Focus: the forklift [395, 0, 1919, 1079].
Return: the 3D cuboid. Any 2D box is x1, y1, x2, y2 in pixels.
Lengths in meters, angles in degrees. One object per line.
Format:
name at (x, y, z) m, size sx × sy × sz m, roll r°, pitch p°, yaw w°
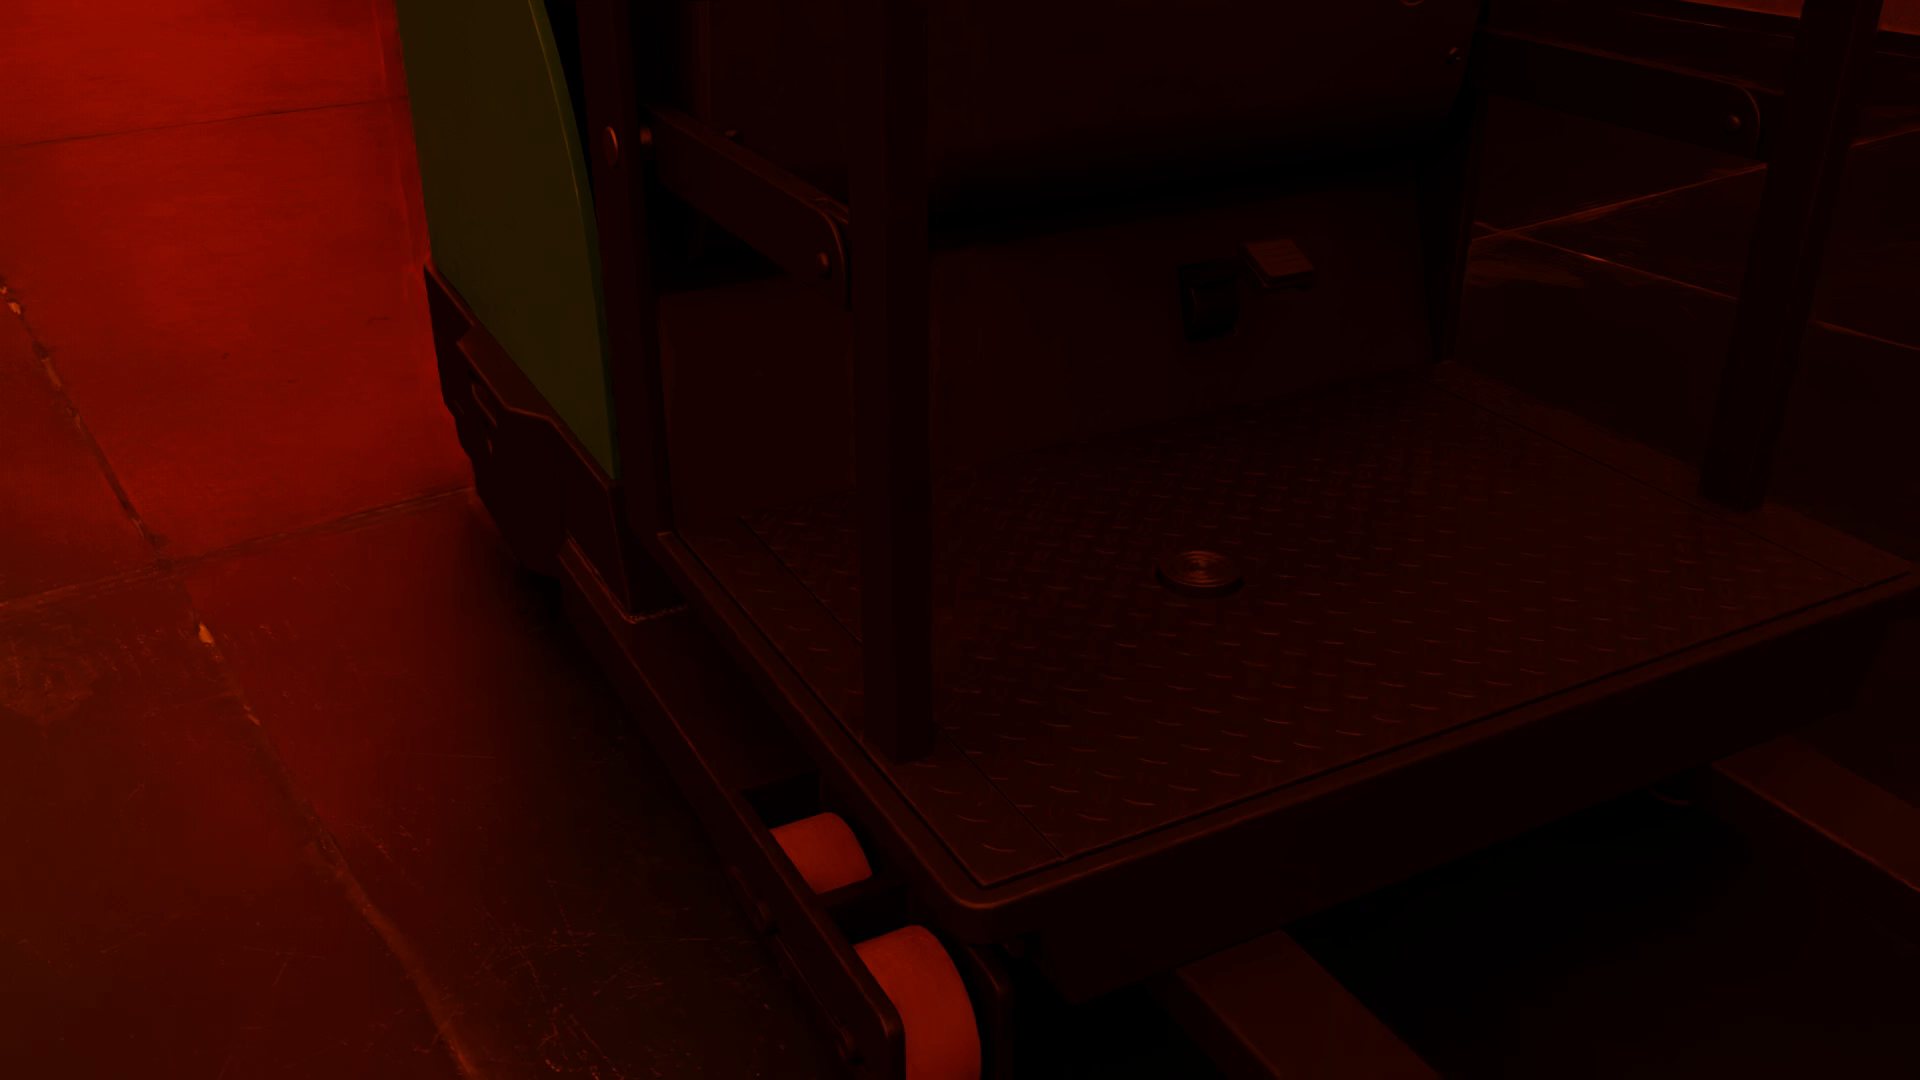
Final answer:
forklift at (0.260, -1.029, 1.282) m, size 1.130 × 2.935 × 3.031 m, roll -13°, pitch 30°, yaw -25°
